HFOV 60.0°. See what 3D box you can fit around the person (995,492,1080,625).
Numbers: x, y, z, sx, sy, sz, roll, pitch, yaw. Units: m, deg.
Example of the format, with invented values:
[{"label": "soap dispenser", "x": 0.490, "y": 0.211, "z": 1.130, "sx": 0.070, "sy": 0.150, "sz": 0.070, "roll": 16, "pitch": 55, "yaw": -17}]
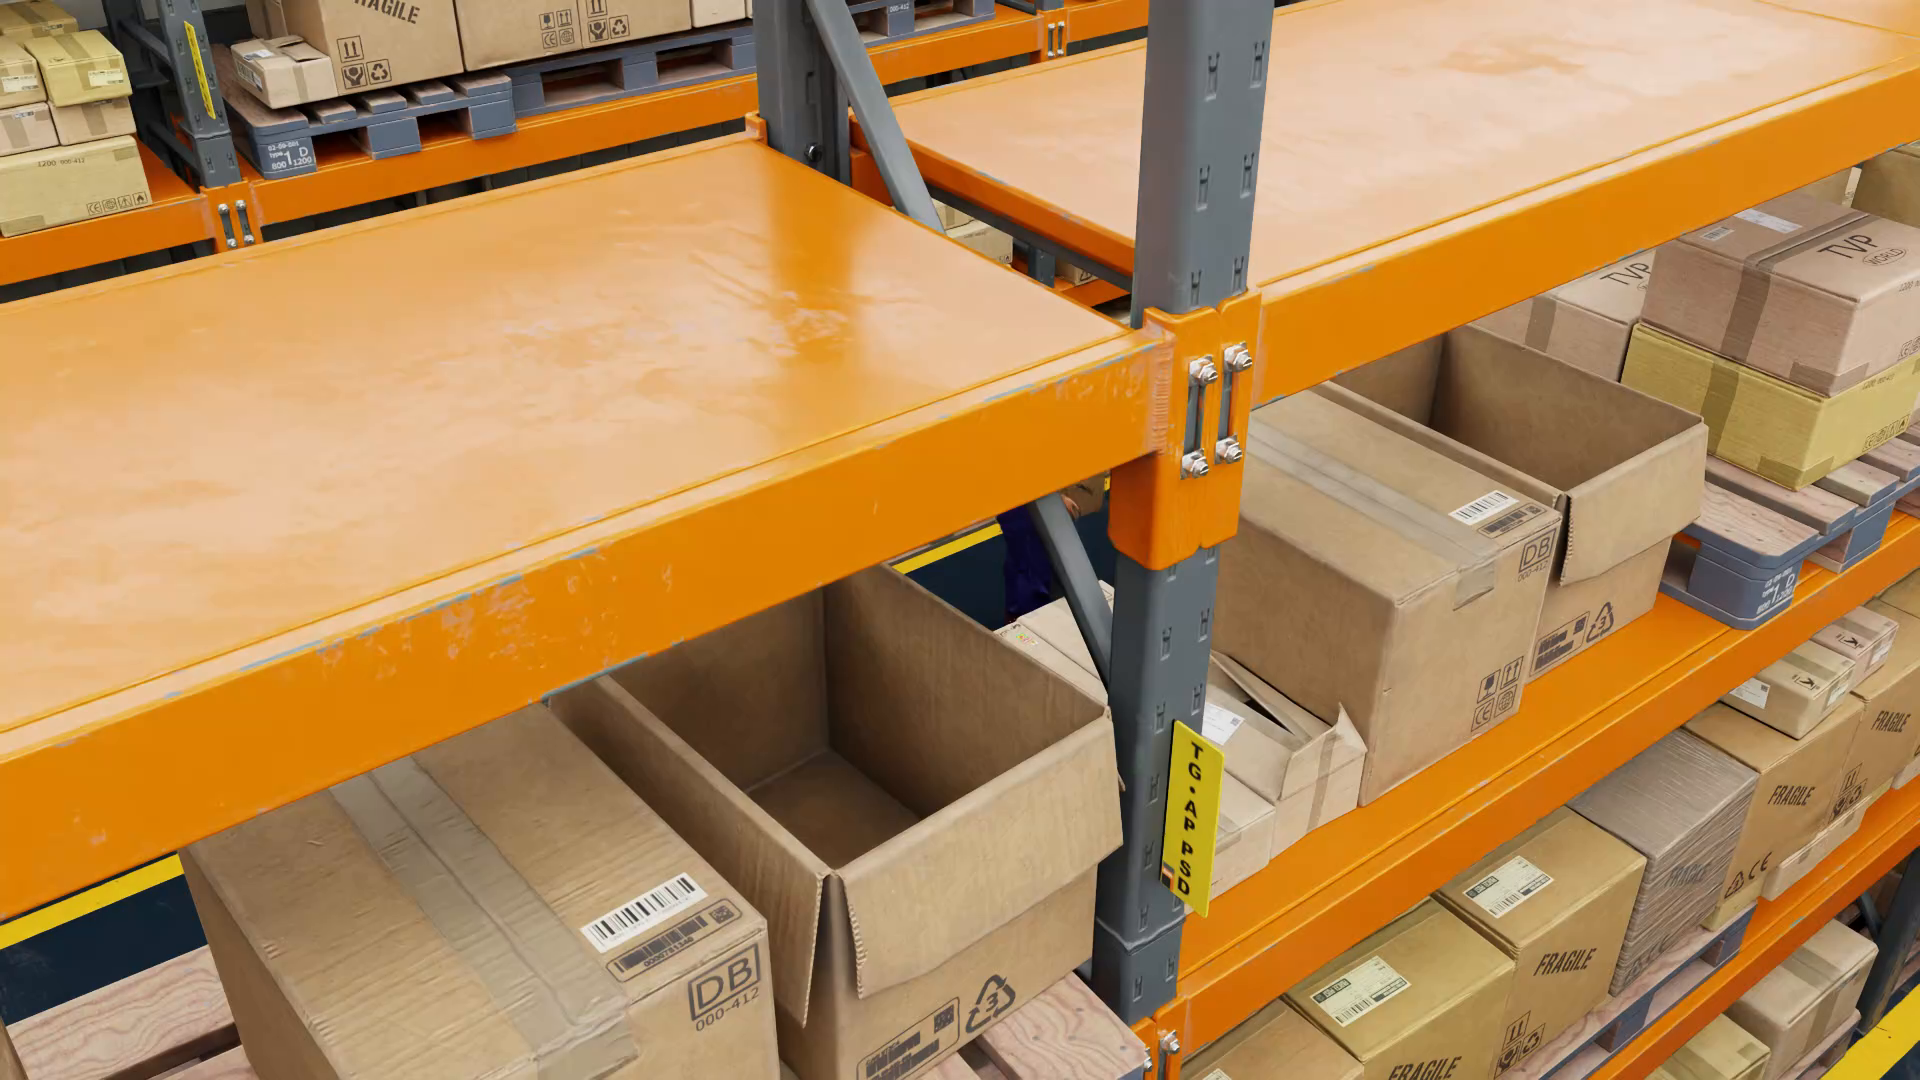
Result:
[{"label": "person", "x": 0.398, "y": -0.220, "z": 8.140, "sx": 0.495, "sy": 1.649, "sz": 0.518, "roll": 4, "pitch": 33, "yaw": 7}]
